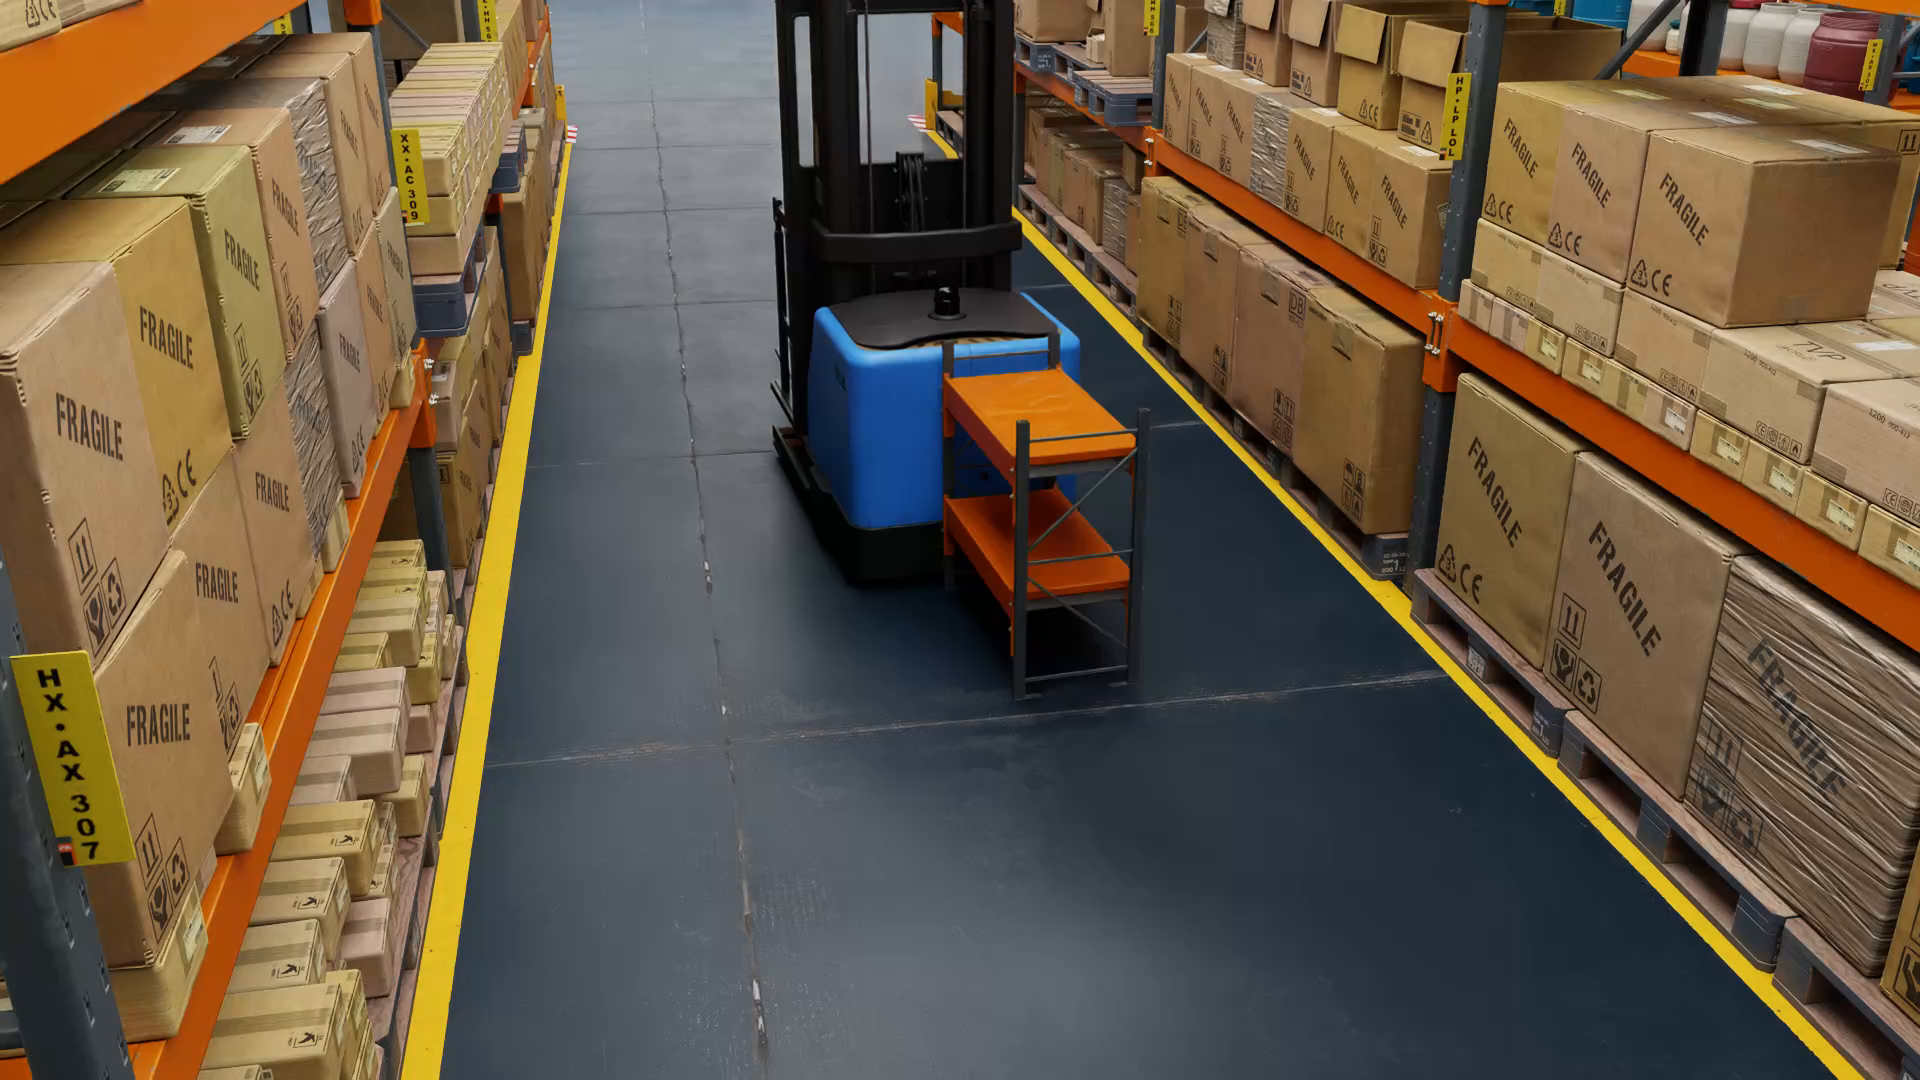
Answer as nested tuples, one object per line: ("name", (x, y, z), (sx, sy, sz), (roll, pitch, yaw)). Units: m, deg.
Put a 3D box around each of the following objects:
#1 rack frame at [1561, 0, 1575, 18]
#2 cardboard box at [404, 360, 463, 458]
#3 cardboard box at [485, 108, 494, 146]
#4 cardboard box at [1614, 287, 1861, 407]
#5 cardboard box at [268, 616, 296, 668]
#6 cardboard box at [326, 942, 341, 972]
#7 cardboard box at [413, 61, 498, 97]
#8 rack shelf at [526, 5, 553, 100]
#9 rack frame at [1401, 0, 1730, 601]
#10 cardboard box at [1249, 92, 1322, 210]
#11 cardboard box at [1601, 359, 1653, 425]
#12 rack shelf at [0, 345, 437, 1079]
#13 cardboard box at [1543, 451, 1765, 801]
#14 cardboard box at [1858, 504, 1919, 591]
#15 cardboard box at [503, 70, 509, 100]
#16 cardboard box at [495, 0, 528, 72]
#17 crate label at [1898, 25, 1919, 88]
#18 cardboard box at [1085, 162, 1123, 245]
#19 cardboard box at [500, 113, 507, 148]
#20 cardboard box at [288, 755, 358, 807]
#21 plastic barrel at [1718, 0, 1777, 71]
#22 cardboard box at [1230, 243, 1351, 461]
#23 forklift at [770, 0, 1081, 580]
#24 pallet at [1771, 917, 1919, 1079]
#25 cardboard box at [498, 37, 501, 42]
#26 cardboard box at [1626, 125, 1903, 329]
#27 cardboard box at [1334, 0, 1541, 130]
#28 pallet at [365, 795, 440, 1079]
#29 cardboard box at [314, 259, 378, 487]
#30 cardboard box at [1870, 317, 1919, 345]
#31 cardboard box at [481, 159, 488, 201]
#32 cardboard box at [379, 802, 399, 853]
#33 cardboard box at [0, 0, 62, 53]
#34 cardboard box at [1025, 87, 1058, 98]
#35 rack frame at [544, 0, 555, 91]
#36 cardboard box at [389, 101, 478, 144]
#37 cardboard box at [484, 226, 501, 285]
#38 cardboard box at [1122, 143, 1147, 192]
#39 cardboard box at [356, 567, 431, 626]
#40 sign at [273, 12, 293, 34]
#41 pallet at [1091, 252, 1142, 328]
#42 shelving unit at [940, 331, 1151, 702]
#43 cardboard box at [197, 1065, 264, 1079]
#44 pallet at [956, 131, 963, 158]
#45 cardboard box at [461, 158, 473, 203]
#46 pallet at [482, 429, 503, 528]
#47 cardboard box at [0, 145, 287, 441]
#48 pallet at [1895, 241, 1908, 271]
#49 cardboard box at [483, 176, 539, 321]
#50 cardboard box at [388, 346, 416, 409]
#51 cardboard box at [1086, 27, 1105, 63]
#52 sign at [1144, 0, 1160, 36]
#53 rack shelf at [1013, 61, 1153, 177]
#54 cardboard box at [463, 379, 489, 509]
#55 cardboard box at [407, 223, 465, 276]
("rack frame", (5.814, -4.678, 14.714), (1.000, 3.000, 0.127), (-4, 24, -10))
("cardboard box", (-2.344, -0.539, 6.897), (0.500, 0.250, 0.500), (-5, 24, -12))
("cardboard box", (-2.427, -1.957, 7.901), (0.380, 0.149, 0.250), (-4, 24, -8))
("cardboard box", (2.444, -0.629, 5.259), (0.500, 0.250, 0.500), (-4, 24, -8))
("cardboard box", (-1.777, 0.193, 3.875), (0.380, 0.149, 0.250), (-5, 24, -11))
("cardboard box", (-1.783, 1.080, 4.195), (0.380, 0.149, 0.250), (-5, 24, -12))
("cardboard box", (-2.520, -2.296, 8.304), (0.380, 0.149, 0.250), (-4, 24, -8))
("rack shelf", (-4.316, -4.442, 15.071), (1.077, 0.370, 4.000), (-4, 24, -10))
("rack frame", (2.426, -1.165, 6.670), (1.000, 3.000, 0.127), (-4, 24, -10))
("cardboard box", (1.795, -1.972, 8.393), (0.500, 0.500, 0.500), (-4, 24, -10))
("cardboard box", (2.349, -0.498, 5.457), (0.380, 0.149, 0.250), (-5, 24, -10))
("rack shelf", (-2.097, 0.278, 4.263), (1.077, 0.370, 4.000), (-4, 24, -10))
("cardboard box", (2.636, 0.236, 5.593), (0.875, 0.875, 0.875), (-4, 24, -10))
("cardboard box", (2.586, 0.006, 4.303), (0.380, 0.149, 0.250), (-5, 24, -11))
("cardboard box", (-2.668, -2.464, 9.062), (0.380, 0.149, 0.250), (-4, 24, -9))
("cardboard box", (-3.587, -3.845, 12.681), (0.500, 0.500, 0.500), (-4, 24, -10))
("crate label", (6.636, -3.532, 12.045), (0.502, 0.435, 0.616), (-4, 24, -10))
("cardboard box", (1.316, -2.496, 12.292), (0.700, 0.500, 0.500), (-2, 24, -5))
("cardboard box", (-2.572, -2.130, 8.667), (0.380, 0.149, 0.250), (-4, 24, -9))
("cardboard box", (-1.894, 0.738, 4.607), (0.380, 0.149, 0.250), (-4, 24, -10))
("plastic barrel", (5.991, -3.889, 12.738), (0.433, 0.535, 0.433), (0, 24, 0))
("cardboard box", (2.122, -0.986, 8.389), (1.225, 0.875, 0.875), (-5, 24, -12))
("forklift", (-0.355, -1.734, 8.059), (1.130, 2.935, 3.031), (-6, 24, -14))
("pallet", (2.941, 1.377, 4.333), (1.003, 0.211, 1.213), (-4, 24, -10))
("cardboard box", (-3.121, -2.853, 10.411), (0.500, 0.500, 0.500), (-5, 24, -10))
("cardboard box", (2.447, -0.971, 5.103), (0.500, 0.500, 0.500), (-5, 24, -11))
("cardboard box", (2.184, -2.192, 7.643), (0.797, 0.503, 0.637), (-4, 24, -9))
("pallet", (-2.079, 1.182, 4.779), (1.003, 0.211, 1.213), (-4, 24, -10))
("cardboard box", (-1.915, -0.451, 4.537), (0.500, 0.500, 0.500), (-4, 24, -10))
("cardboard box", (3.048, -0.475, 4.905), (0.500, 0.250, 0.500), (-5, 24, -11))
("cardboard box", (-2.335, -1.617, 7.495), (0.380, 0.149, 0.250), (-5, 24, -11))
("cardboard box", (-1.886, 0.920, 4.933), (0.380, 0.149, 0.250), (-4, 24, -9))
("cardboard box", (-1.559, -0.766, 2.196), (0.500, 0.250, 0.500), (-3, 24, -8))
("cardboard box", (0.607, -3.982, 15.719), (0.500, 0.500, 0.500), (-6, 24, -14))
("rack frame", (-4.686, -5.558, 16.728), (1.000, 3.000, 0.127), (-4, 24, -10))
("cardboard box", (-2.282, -1.786, 7.138), (0.380, 0.149, 0.250), (-5, 24, -10))
("cardboard box", (-2.823, -1.552, 9.218), (0.500, 0.250, 0.500), (-5, 24, -11))
("cardboard box", (1.425, -2.608, 11.609), (0.500, 0.250, 0.500), (-2, 24, -4))
("cardboard box", (-2.059, 0.222, 5.788), (0.380, 0.149, 0.250), (-4, 24, -9))
("sign", (-3.752, -2.899, 9.194), (0.100, 0.325, 0.005), (-4, 24, -10))
("pallet", (1.543, -1.768, 11.535), (1.003, 0.211, 1.213), (-4, 24, -10))
("shelving unit", (0.308, -0.127, 6.636), (0.538, 1.125, 1.048), (-6, 24, -14))
("cardboard box", (-1.660, 1.246, 3.443), (0.380, 0.149, 0.250), (-4, 24, -9))
("pallet", (0.559, -3.776, 16.133), (1.003, 0.211, 1.213), (-4, 24, -10))
("cardboard box", (-2.186, -1.444, 6.726), (0.380, 0.149, 0.250), (-4, 24, -8))
("pallet", (-2.842, -0.347, 8.281), (1.003, 0.211, 1.213), (-4, 24, -10))
("cardboard box", (-1.724, -0.505, 3.414), (0.500, 0.500, 0.500), (-5, 24, -11))
("pallet", (6.449, -2.135, 12.374), (1.003, 0.211, 1.213), (-4, 24, -10))
("cardboard box", (-3.231, -1.819, 10.453), (1.050, 0.750, 0.750), (-5, 24, -10))
("cardboard box", (-2.030, -0.534, 5.540), (0.380, 0.149, 0.250), (-5, 24, -11))
("cardboard box", (1.112, -3.505, 11.671), (0.396, 0.266, 0.258), (-5, 24, -11))
("sign", (1.155, -3.189, 9.956), (0.100, 0.325, 0.005), (-4, 24, -10))
("rack shelf", (1.316, -3.196, 12.218), (1.077, 0.370, 4.000), (-4, 24, -10))
("cardboard box", (-2.443, -0.403, 7.524), (0.500, 0.500, 0.500), (-3, 24, -7))
("cardboard box", (-2.088, -1.104, 6.320), (0.380, 0.149, 0.250), (-5, 24, -12))
